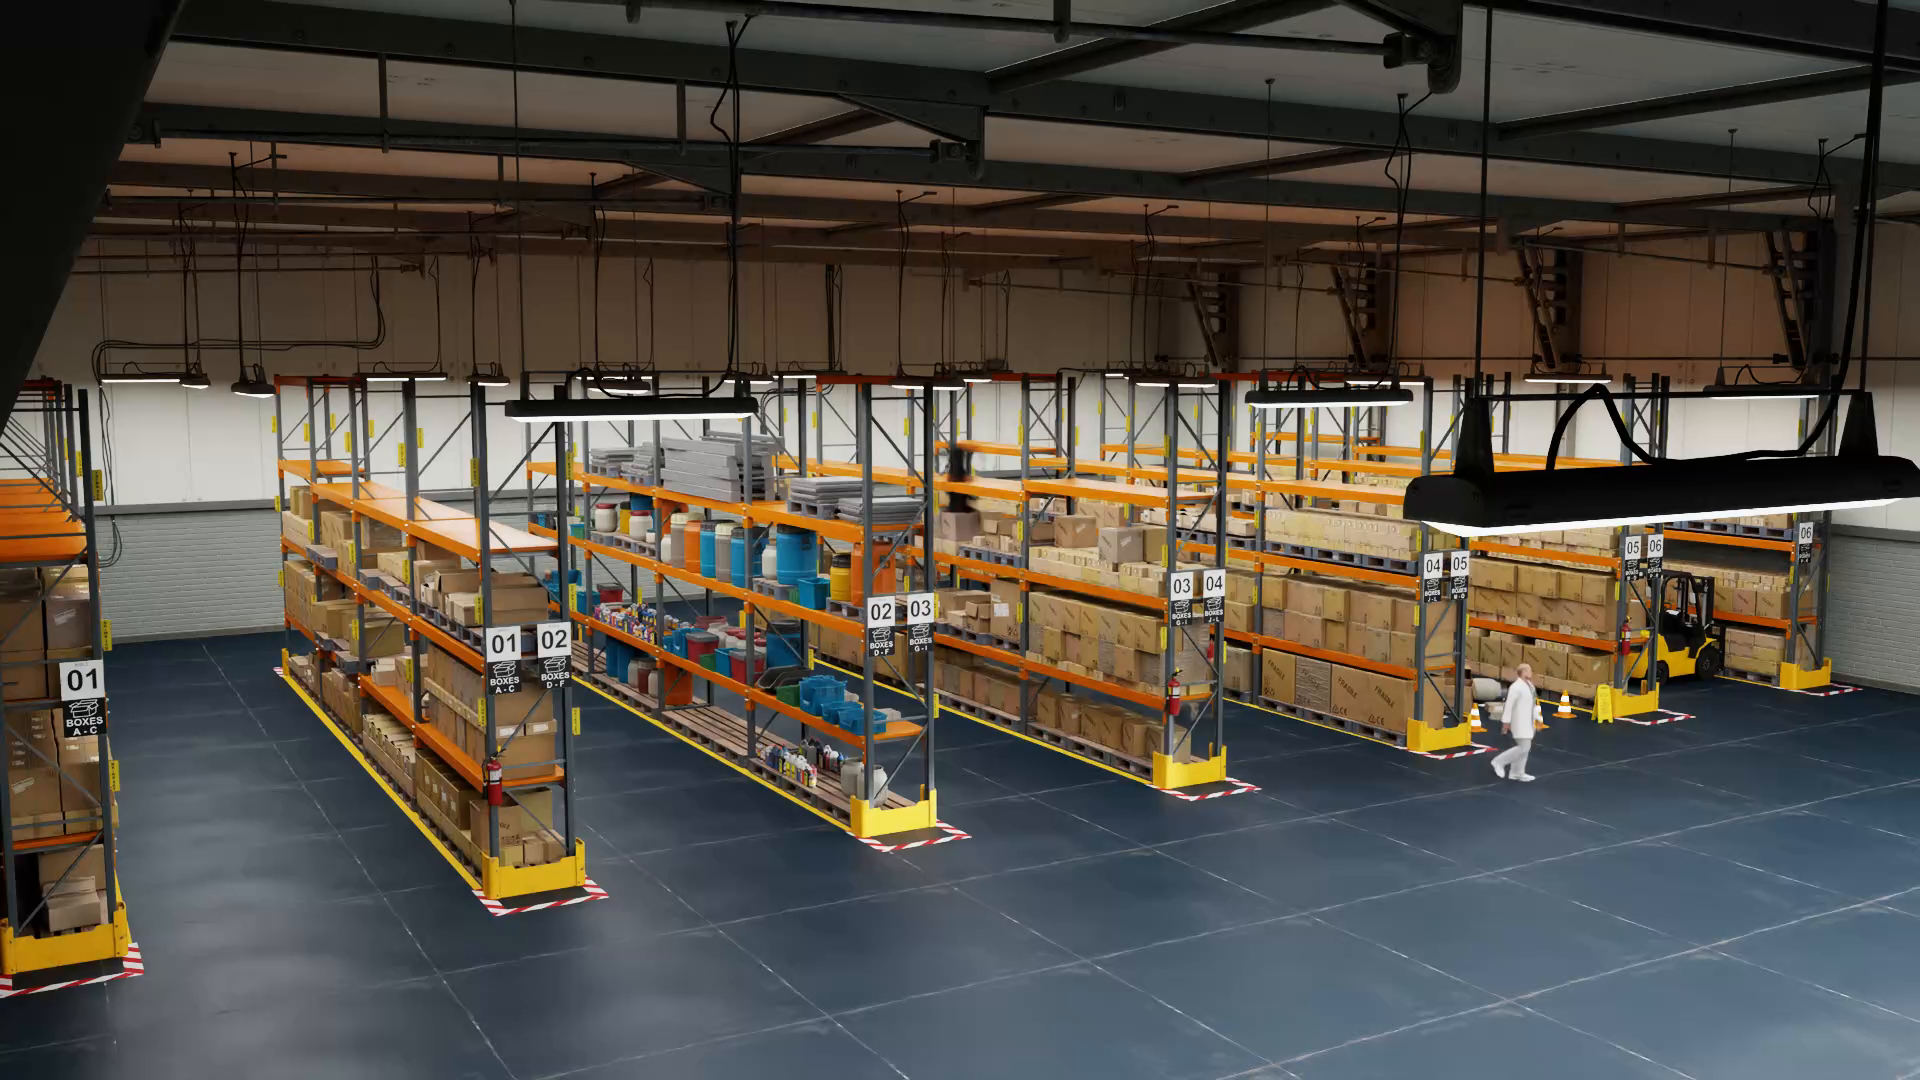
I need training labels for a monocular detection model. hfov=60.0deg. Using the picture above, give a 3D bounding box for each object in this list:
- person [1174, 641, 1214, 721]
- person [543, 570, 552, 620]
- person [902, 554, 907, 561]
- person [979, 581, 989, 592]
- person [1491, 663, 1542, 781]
[{"bbox_3d":[4.119,2.316,29.156,0.794,1.641,0.713,-1,6,-5],"label":"person"},{"bbox_3d":[-9.313,1.477,36.995,0.621,1.627,0.694,-2,7,-21],"label":"person"},{"bbox_3d":[-1.272,1.139,39.429,0.596,1.664,0.973,-3,7,-25],"label":"person"},{"bbox_3d":[0.781,0.656,43.816,0.642,1.765,0.669,-6,8,-42],"label":"person"},{"bbox_3d":[8.325,2.726,24.879,0.635,1.767,0.697,4,8,34],"label":"person"}]
